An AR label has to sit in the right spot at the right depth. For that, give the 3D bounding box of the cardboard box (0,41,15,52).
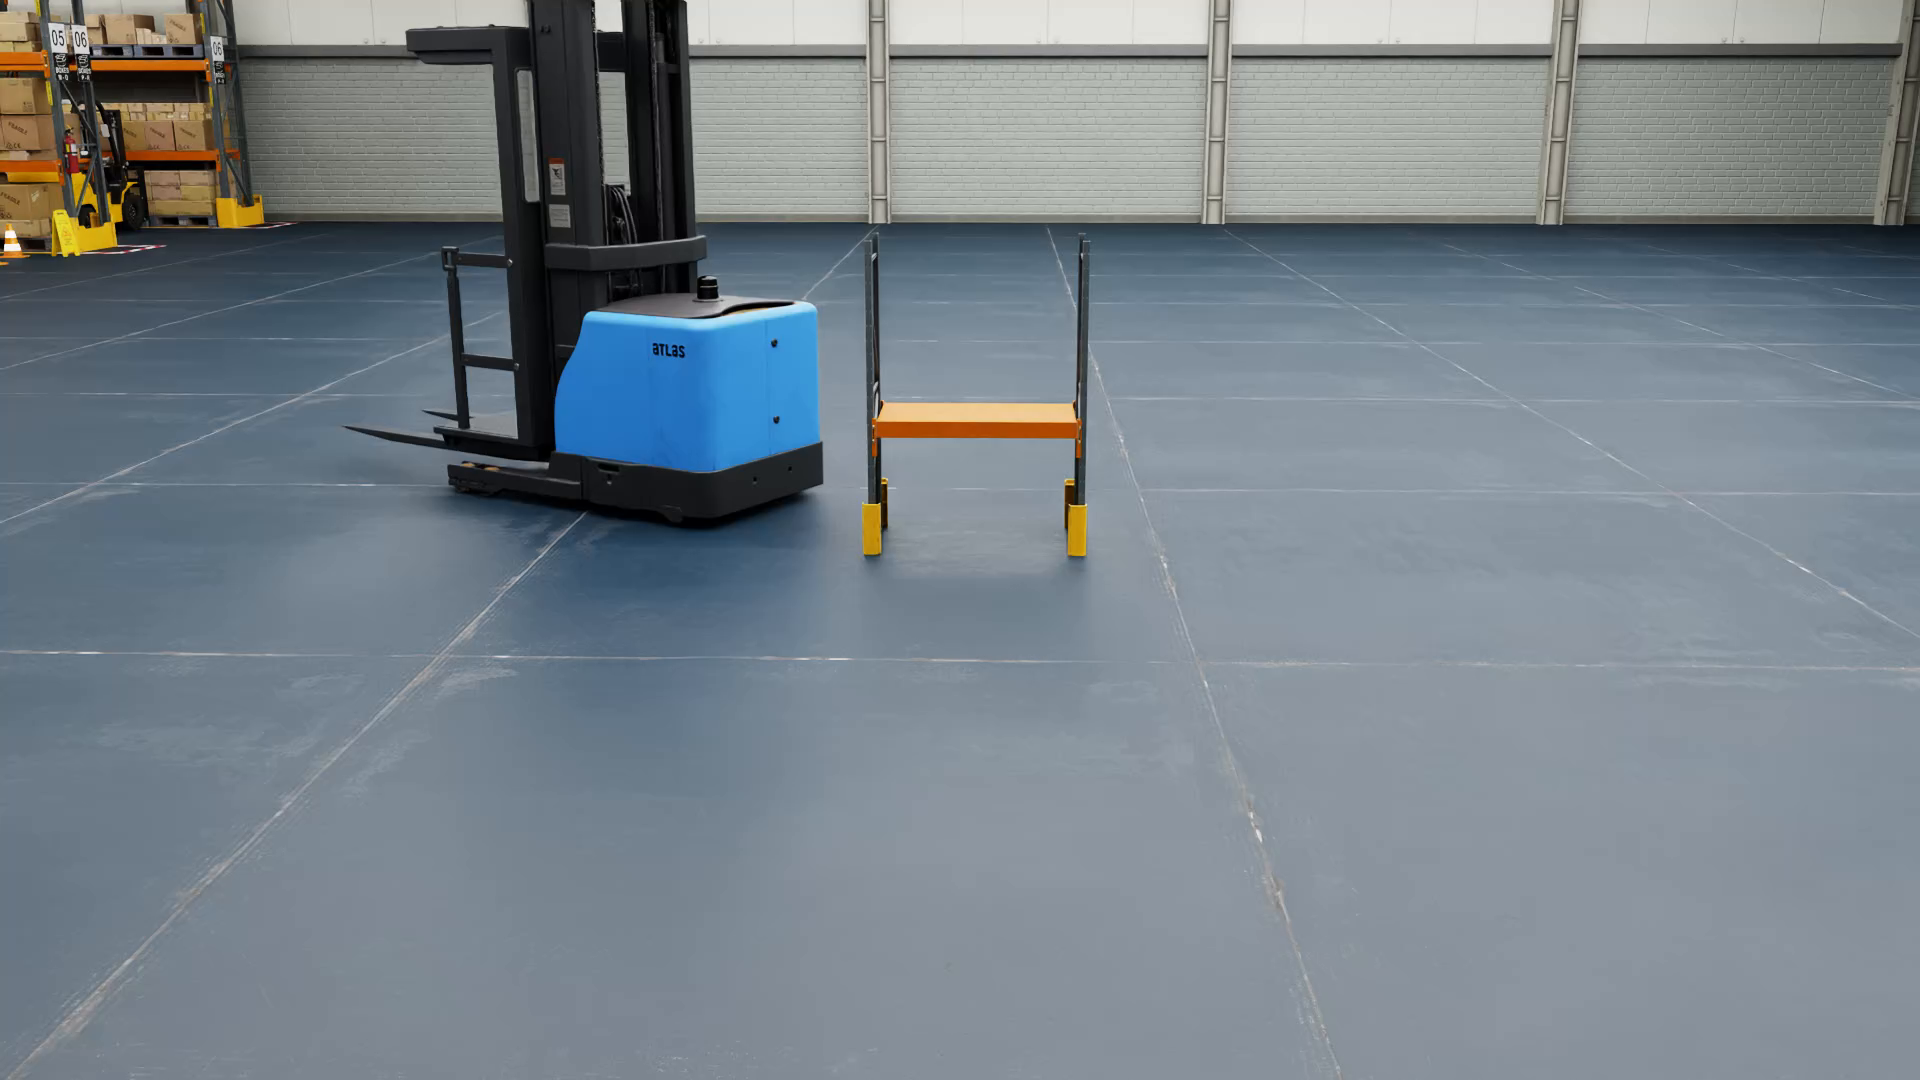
[{"bbox_3d":[-13.504,-7.022,23.688,0.250,0.149,0.380,0,15,2],"label":"cardboard box"}]

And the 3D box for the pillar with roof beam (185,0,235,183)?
[{"bbox_3d":[-13.551,-9.072,25.086,0.400,9.000,9.100,0,15,1],"label":"pillar with roof beam"}]

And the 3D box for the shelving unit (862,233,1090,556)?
[{"bbox_3d":[0.076,-0.725,8.147,1.083,1.500,0.587,0,15,1],"label":"shelving unit"}]

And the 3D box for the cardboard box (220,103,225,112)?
[{"bbox_3d":[-13.098,-7.597,29.205,0.250,0.149,0.380,0,15,0],"label":"cardboard box"}]

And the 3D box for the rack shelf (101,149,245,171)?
[{"bbox_3d":[-14.767,-6.700,29.265,4.000,0.370,1.077,0,15,1],"label":"rack shelf"}]

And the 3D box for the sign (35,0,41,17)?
[{"bbox_3d":[-12.925,-7.506,23.294,0.005,0.325,0.100,0,15,1],"label":"sign"}]

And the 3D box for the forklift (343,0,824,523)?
[{"bbox_3d":[-2.283,-1.763,9.278,3.031,2.935,1.130,9,17,31],"label":"forklift"}]

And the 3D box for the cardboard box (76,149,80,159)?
[{"bbox_3d":[-13.225,-5.702,24.567,0.250,0.149,0.380,0,15,2],"label":"cardboard box"}]

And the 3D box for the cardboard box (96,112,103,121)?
[{"bbox_3d":[-14.910,-7.339,28.808,0.250,0.149,0.380,0,15,0],"label":"cardboard box"}]

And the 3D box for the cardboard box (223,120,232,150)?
[{"bbox_3d":[-13.256,-7.157,29.392,0.500,0.500,0.500,1,15,3],"label":"cardboard box"}]

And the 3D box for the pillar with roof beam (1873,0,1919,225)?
[{"bbox_3d":[16.439,-8.877,24.345,0.400,9.000,9.100,0,15,1],"label":"pillar with roof beam"}]

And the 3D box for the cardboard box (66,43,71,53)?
[{"bbox_3d":[-13.214,-7.183,24.297,0.250,0.149,0.380,0,15,1],"label":"cardboard box"}]

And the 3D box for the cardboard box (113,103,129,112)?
[{"bbox_3d":[-14.410,-7.472,28.730,0.250,0.149,0.380,1,15,3],"label":"cardboard box"}]

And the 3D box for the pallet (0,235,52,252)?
[{"bbox_3d":[-13.778,-4.435,24.738,1.213,0.211,1.003,0,15,1],"label":"pallet"}]

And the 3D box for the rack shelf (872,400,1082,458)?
[{"bbox_3d":[0.085,-0.551,8.192,1.000,0.185,0.538,0,15,1],"label":"rack shelf"}]

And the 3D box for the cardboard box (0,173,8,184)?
[{"bbox_3d":[-14.067,-5.243,24.157,0.250,0.149,0.380,1,15,3],"label":"cardboard box"}]

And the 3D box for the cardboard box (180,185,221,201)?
[{"bbox_3d":[-13.263,-6.074,29.067,0.500,0.250,0.500,0,15,1],"label":"cardboard box"}]

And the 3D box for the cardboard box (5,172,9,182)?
[{"bbox_3d":[-16.291,-6.335,29.077,0.500,0.250,0.500,0,15,1],"label":"cardboard box"}]

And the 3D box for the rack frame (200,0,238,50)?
[{"bbox_3d":[-12.768,-9.936,28.359,0.127,3.000,1.000,0,15,1],"label":"rack frame"}]

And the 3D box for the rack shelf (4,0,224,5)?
[{"bbox_3d":[-14.767,-9.407,28.551,4.000,0.370,1.077,0,15,1],"label":"rack shelf"}]

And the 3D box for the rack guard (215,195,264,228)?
[{"bbox_3d":[-12.744,-5.826,29.442,0.348,0.500,1.175,0,15,1],"label":"rack guard"}]

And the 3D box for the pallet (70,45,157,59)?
[{"bbox_3d":[-14.697,-8.461,28.823,1.213,0.211,1.003,0,15,1],"label":"pallet"}]

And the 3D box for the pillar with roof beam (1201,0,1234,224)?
[{"bbox_3d":[4.443,-8.955,24.641,0.400,9.000,9.100,0,15,1],"label":"pillar with roof beam"}]

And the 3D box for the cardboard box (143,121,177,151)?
[{"bbox_3d":[-13.785,-7.025,28.891,0.500,0.500,0.500,1,15,3],"label":"cardboard box"}]

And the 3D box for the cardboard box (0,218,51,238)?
[{"bbox_3d":[-13.730,-4.579,24.384,0.500,0.250,0.500,0,15,1],"label":"cardboard box"}]

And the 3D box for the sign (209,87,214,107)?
[{"bbox_3d":[-12.796,-7.571,28.422,0.005,0.325,0.100,0,15,1],"label":"sign"}]

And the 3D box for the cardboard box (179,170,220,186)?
[{"bbox_3d":[-13.236,-6.315,29.004,0.500,0.250,0.500,1,15,3],"label":"cardboard box"}]

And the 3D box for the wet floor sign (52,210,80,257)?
[{"bbox_3d":[-12.729,-4.356,23.587,0.232,0.644,0.267,6,16,21],"label":"wet floor sign"}]

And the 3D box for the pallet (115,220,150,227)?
[{"bbox_3d":[-14.750,-5.690,29.491,1.213,0.211,1.003,0,15,1],"label":"pallet"}]

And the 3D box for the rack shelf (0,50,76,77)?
[{"bbox_3d":[-14.890,-6.884,24.084,4.000,0.370,1.077,0,15,1],"label":"rack shelf"}]

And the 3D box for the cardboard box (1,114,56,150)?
[{"bbox_3d":[-13.441,-5.894,24.022,0.500,0.500,0.500,0,15,0],"label":"cardboard box"}]

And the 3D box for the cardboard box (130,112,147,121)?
[{"bbox_3d":[-14.152,-7.333,28.787,0.250,0.149,0.380,0,15,0],"label":"cardboard box"}]

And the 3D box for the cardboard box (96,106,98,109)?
[{"bbox_3d":[-14.916,-7.504,28.850,0.250,0.149,0.380,0,15,2],"label":"cardboard box"}]

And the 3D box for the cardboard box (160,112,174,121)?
[{"bbox_3d":[-13.636,-7.339,28.809,0.250,0.149,0.380,1,15,2],"label":"cardboard box"}]

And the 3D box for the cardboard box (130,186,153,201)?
[{"bbox_3d":[-14.280,-6.078,29.082,0.500,0.250,0.500,0,15,0],"label":"cardboard box"}]

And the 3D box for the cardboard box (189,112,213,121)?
[{"bbox_3d":[-13.122,-7.328,28.766,0.250,0.149,0.380,1,15,2],"label":"cardboard box"}]

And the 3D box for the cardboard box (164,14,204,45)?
[{"bbox_3d":[-13.217,-8.726,28.438,0.500,0.500,0.500,1,15,3],"label":"cardboard box"}]

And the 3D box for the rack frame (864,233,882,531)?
[{"bbox_3d":[-0.423,-0.728,8.159,0.032,1.500,0.500,0,15,1],"label":"rack frame"}]

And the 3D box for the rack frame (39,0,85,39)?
[{"bbox_3d":[-12.891,-8.670,23.561,0.127,3.000,1.000,0,15,1],"label":"rack frame"}]

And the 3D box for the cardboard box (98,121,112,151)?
[{"bbox_3d":[-14.800,-7.029,28.905,0.500,0.500,0.500,0,15,2],"label":"cardboard box"}]

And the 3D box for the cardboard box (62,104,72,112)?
[{"bbox_3d":[-15.422,-7.488,28.792,0.250,0.149,0.380,0,15,1],"label":"cardboard box"}]

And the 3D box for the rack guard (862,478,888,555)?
[{"bbox_3d":[-0.422,-0.124,8.318,0.087,0.250,0.587,0,15,1],"label":"rack guard"}]

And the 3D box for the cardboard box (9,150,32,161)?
[{"bbox_3d":[-13.527,-5.569,24.060,0.250,0.149,0.380,0,15,1],"label":"cardboard box"}]

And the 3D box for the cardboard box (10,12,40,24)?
[{"bbox_3d":[-13.237,-7.410,23.597,0.250,0.149,0.380,1,15,2],"label":"cardboard box"}]

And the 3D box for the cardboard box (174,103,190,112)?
[{"bbox_3d":[-13.379,-7.483,28.772,0.250,0.149,0.380,0,15,2],"label":"cardboard box"}]

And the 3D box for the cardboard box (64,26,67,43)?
[{"bbox_3d":[-13.387,-7.362,24.194,0.500,0.250,0.500,0,15,0],"label":"cardboard box"}]

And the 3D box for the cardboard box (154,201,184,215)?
[{"bbox_3d":[-13.743,-5.836,29.149,0.500,0.250,0.500,0,15,1],"label":"cardboard box"}]

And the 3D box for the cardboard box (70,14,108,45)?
[{"bbox_3d":[-14.822,-8.773,28.611,0.637,0.503,0.797,1,15,3],"label":"cardboard box"}]

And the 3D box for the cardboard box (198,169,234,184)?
[{"bbox_3d":[-13.244,-6.443,29.488,0.500,0.250,0.500,0,15,1],"label":"cardboard box"}]

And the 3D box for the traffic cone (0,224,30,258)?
[{"bbox_3d":[-13.354,-4.216,23.413,0.334,0.463,0.336,0,15,1],"label":"traffic cone"}]

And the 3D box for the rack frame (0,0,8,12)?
[{"bbox_3d":[-16.767,-9.962,28.457,0.127,3.000,1.000,0,15,1],"label":"rack frame"}]

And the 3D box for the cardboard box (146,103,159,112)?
[{"bbox_3d":[-13.888,-7.498,28.830,0.250,0.149,0.380,0,15,2],"label":"cardboard box"}]

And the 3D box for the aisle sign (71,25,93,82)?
[{"bbox_3d":[-12.821,-7.105,24.292,0.004,0.787,0.394,0,15,1],"label":"aisle sign"}]

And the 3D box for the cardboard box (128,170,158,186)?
[{"bbox_3d":[-14.252,-6.318,29.013,0.500,0.250,0.500,1,15,2],"label":"cardboard box"}]

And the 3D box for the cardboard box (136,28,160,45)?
[{"bbox_3d":[-13.858,-8.601,28.425,0.258,0.266,0.396,0,15,2],"label":"cardboard box"}]
